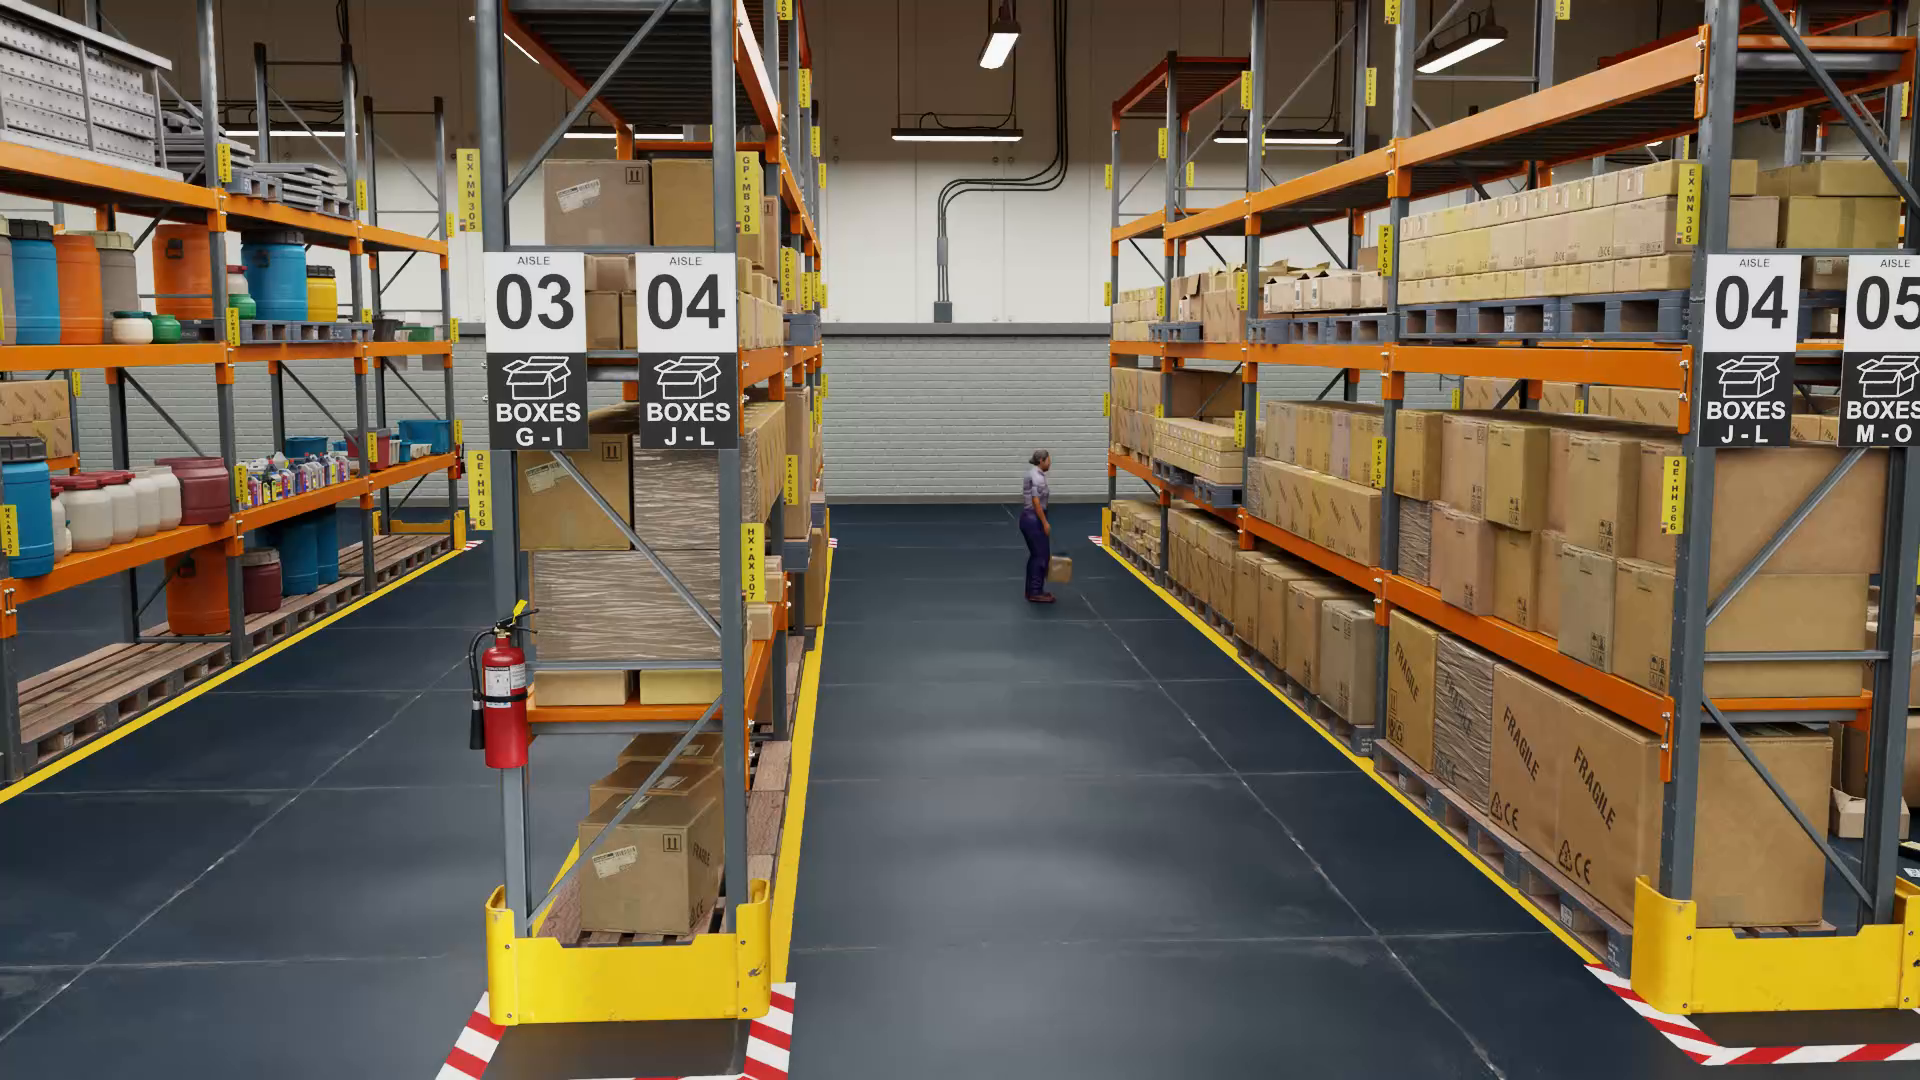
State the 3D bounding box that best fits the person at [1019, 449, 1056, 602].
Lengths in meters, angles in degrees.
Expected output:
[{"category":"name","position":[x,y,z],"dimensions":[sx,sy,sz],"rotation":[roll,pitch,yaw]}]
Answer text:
[{"category":"person","position":[0.840,-0.171,18.174],"dimensions":[0.371,1.654,0.532],"rotation":[-1,7,-5]}]
